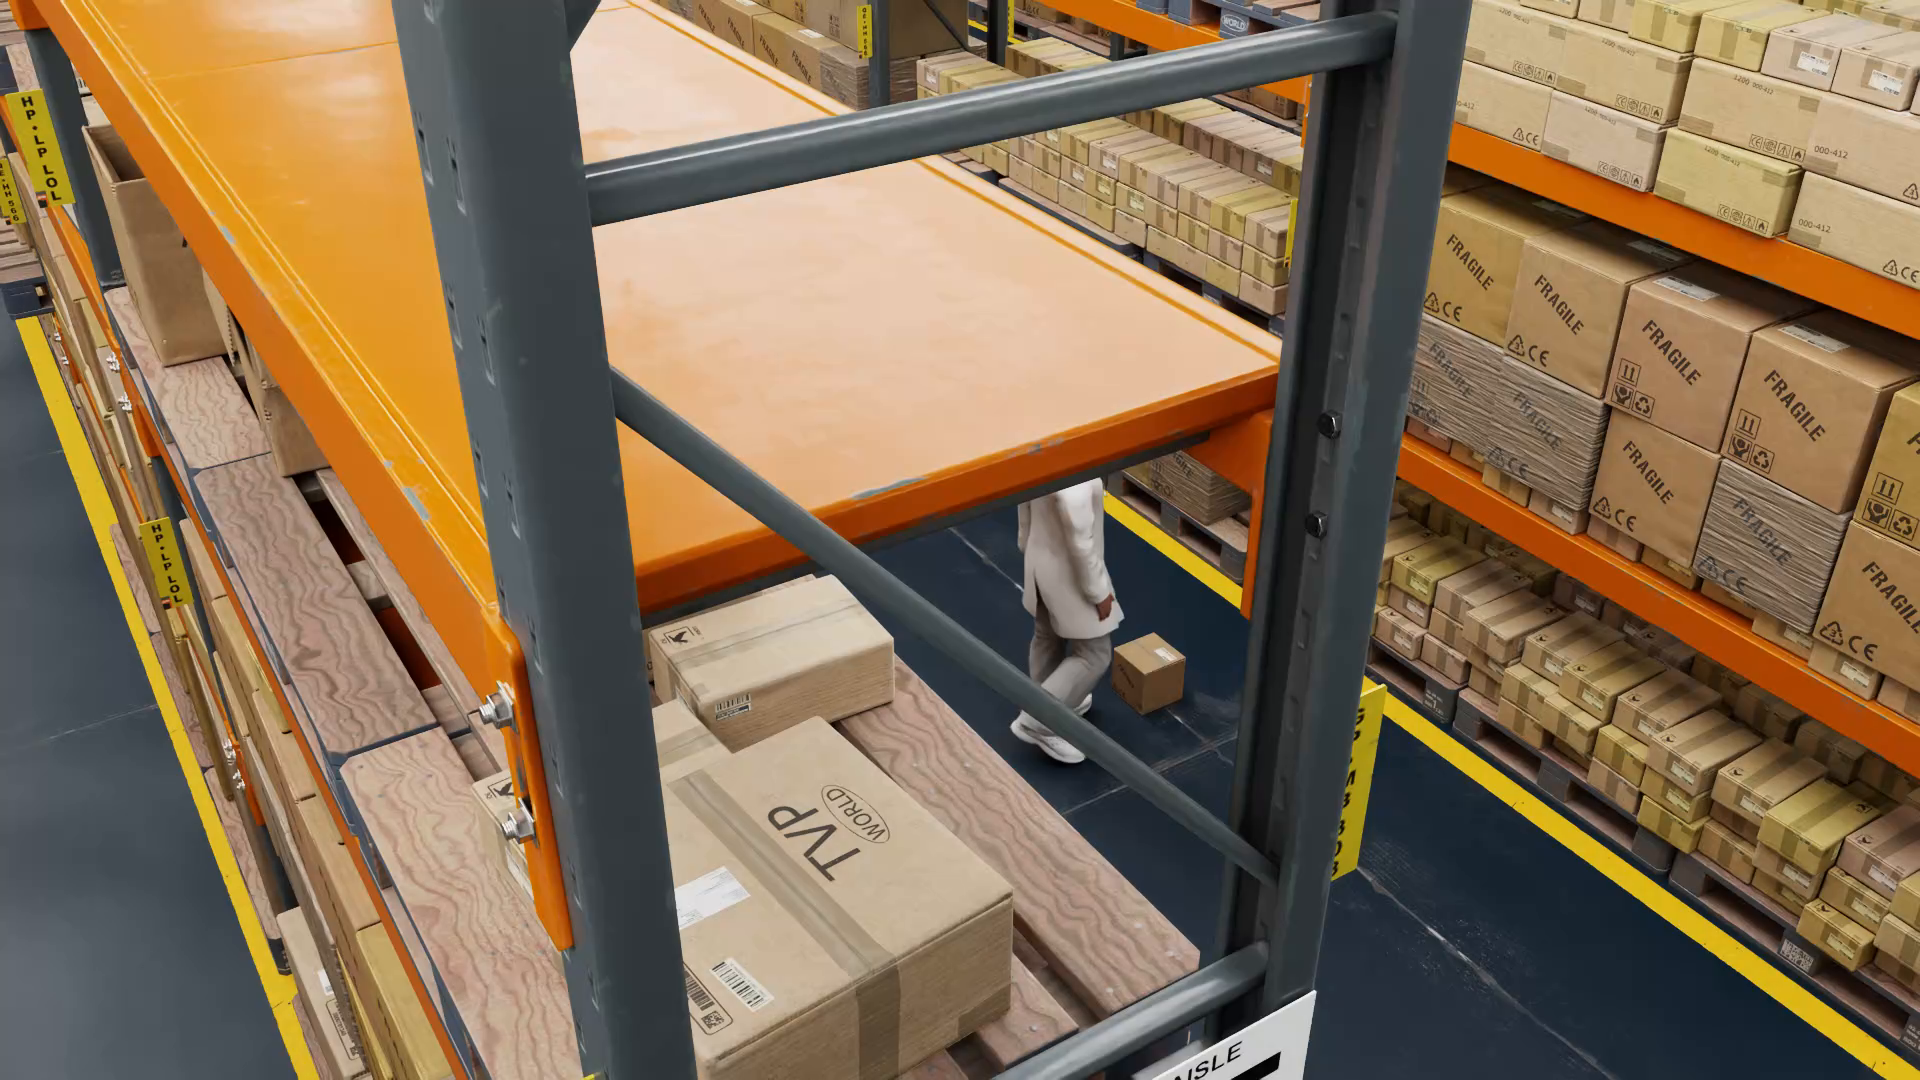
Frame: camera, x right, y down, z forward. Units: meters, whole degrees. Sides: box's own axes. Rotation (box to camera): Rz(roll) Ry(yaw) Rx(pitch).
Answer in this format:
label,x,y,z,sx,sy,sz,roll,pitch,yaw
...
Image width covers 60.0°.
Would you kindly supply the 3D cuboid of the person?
label,x,y,z,sx,sy,sz,roll,pitch,yaw
person,0.437,0.146,7.385,0.513,1.772,0.626,-14,35,-21
